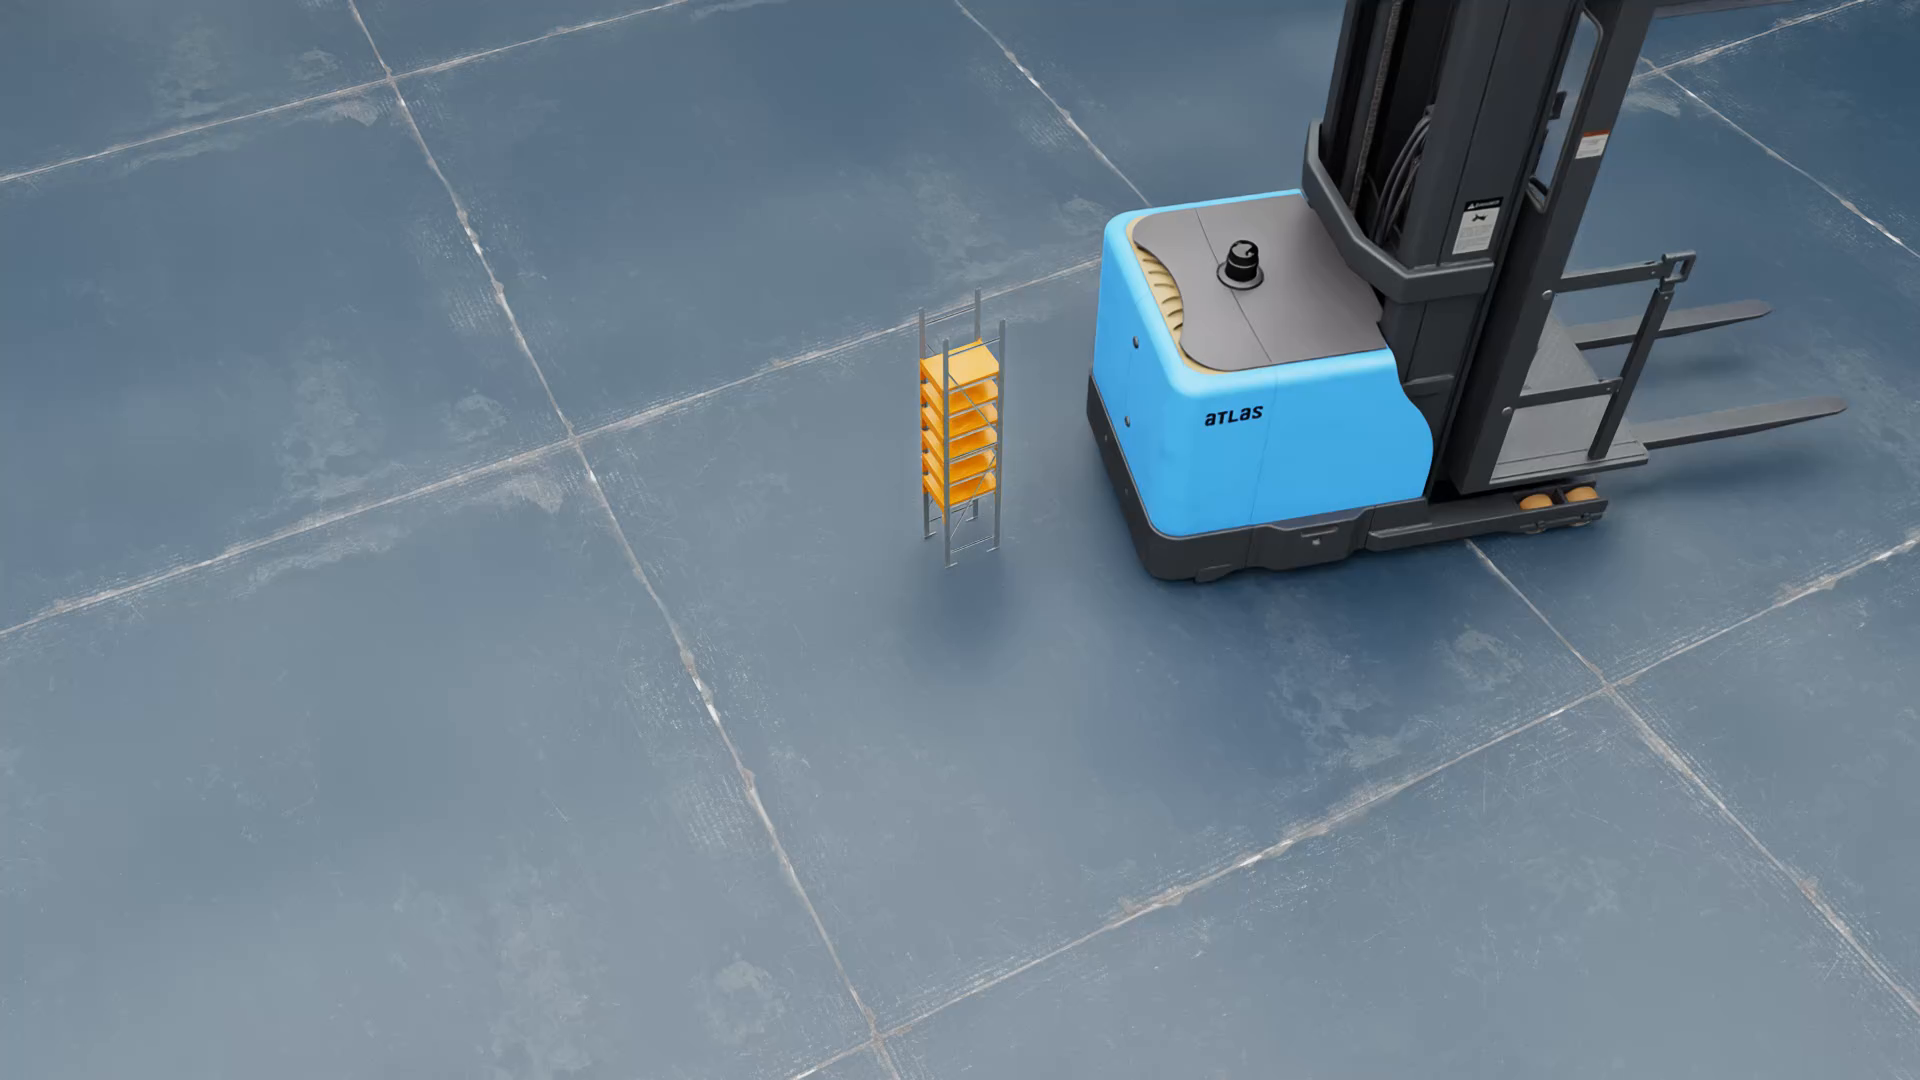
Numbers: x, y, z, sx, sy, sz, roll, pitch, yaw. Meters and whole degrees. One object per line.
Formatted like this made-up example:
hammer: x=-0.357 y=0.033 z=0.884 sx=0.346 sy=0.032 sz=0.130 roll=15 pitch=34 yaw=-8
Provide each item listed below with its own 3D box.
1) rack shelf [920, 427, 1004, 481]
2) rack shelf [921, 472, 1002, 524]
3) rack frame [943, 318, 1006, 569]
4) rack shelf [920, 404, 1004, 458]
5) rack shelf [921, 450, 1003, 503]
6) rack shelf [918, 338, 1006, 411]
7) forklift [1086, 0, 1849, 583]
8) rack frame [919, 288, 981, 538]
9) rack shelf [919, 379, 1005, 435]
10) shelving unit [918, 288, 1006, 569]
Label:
rack shelf: x=0.007 y=-0.356 z=6.216 sx=0.258 sy=0.103 sz=0.180 roll=-21 pitch=52 yaw=-18
rack shelf: x=0.007 y=-0.198 z=6.397 sx=0.258 sy=0.103 sz=0.180 roll=-21 pitch=52 yaw=-18
rack frame: x=0.049 y=-0.324 z=6.129 sx=0.240 sy=1.200 sz=0.006 roll=-21 pitch=52 yaw=-18
rack shelf: x=0.007 y=-0.435 z=6.126 sx=0.258 sy=0.103 sz=0.180 roll=-21 pitch=52 yaw=-18
rack shelf: x=0.007 y=-0.277 z=6.306 sx=0.258 sy=0.103 sz=0.180 roll=-21 pitch=52 yaw=-18
rack shelf: x=0.007 y=-0.593 z=5.945 sx=0.258 sy=0.103 sz=0.180 roll=-21 pitch=52 yaw=-18
forklift: x=2.104 y=-1.372 z=5.896 sx=3.031 sy=2.935 sz=1.130 roll=-9 pitch=49 yaw=-8
rack frame: x=-0.035 y=-0.447 z=6.236 sx=0.240 sy=1.200 sz=0.006 roll=-21 pitch=52 yaw=-18
rack shelf: x=0.007 y=-0.514 z=6.035 sx=0.258 sy=0.103 sz=0.180 roll=-21 pitch=52 yaw=-18
shelving unit: x=0.007 y=-0.385 z=6.183 sx=0.258 sy=1.200 sz=0.189 roll=-21 pitch=52 yaw=-18
